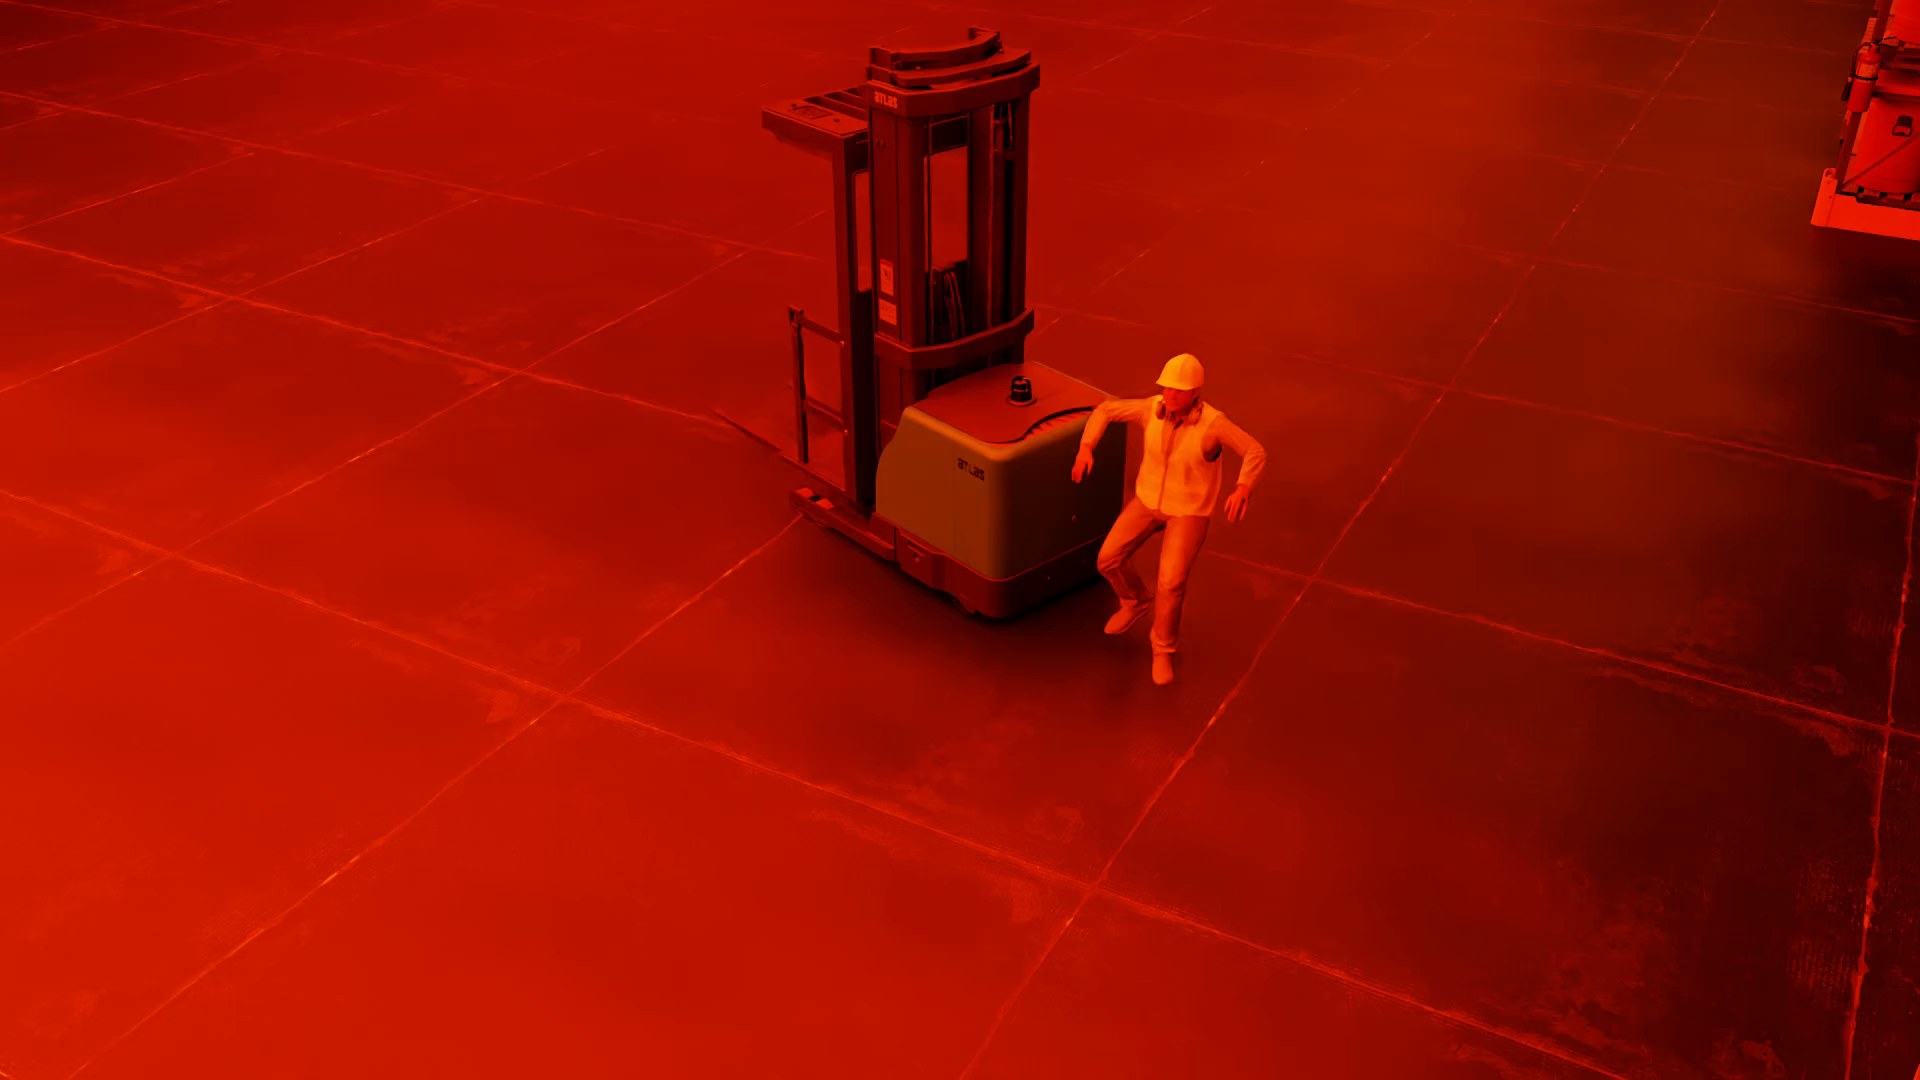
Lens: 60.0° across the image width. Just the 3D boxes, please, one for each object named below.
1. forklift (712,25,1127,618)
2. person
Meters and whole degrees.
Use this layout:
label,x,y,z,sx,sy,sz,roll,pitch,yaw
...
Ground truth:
label,x,y,z,sx,sy,sz,roll,pitch,yaw
forklift,-0.403,-1.498,9.667,1.130,2.935,3.031,-24,38,-35
person,1.055,-0.148,8.694,1.007,1.641,0.765,19,35,29
